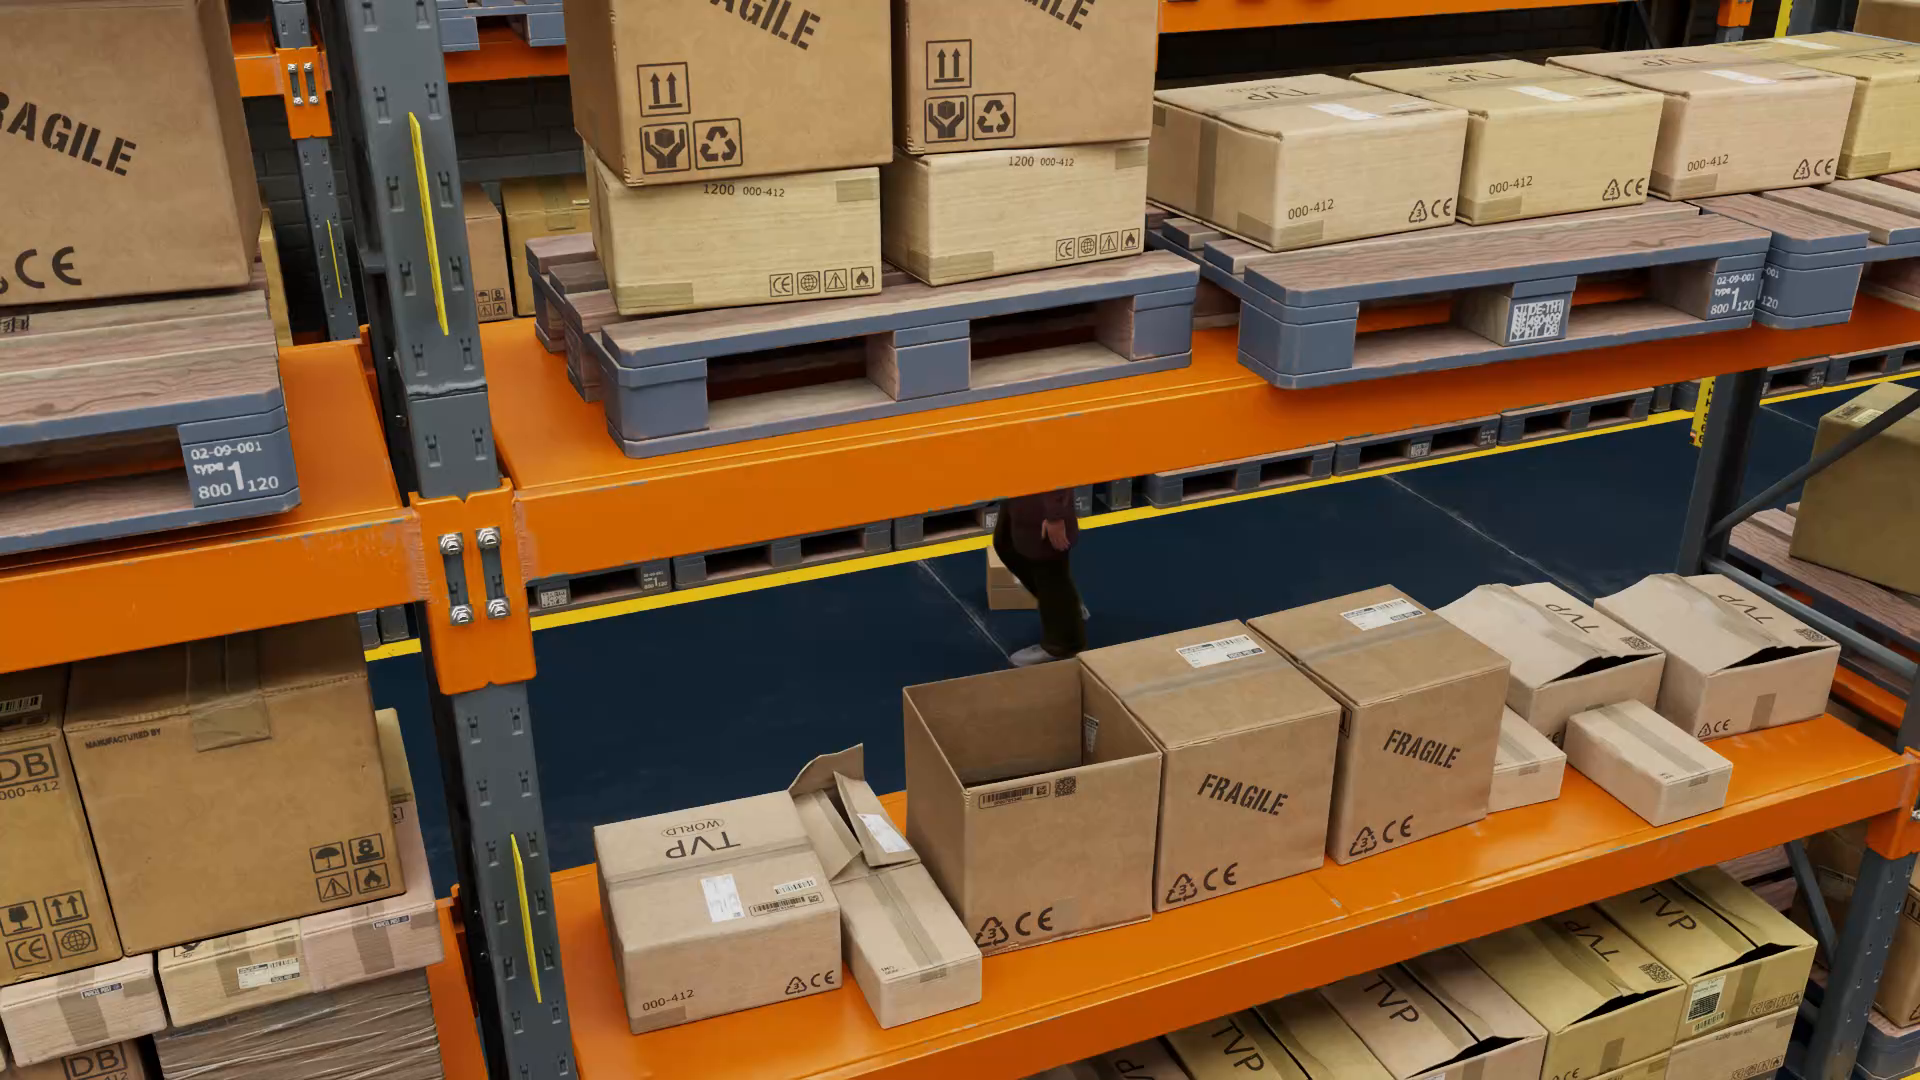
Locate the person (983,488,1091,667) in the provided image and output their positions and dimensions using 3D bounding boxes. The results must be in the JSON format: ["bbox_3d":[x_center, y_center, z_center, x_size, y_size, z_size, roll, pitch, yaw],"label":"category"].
[{"bbox_3d":[0.373,-0.226,7.554,0.523,1.770,0.729,-1,26,-3],"label":"person"}]
